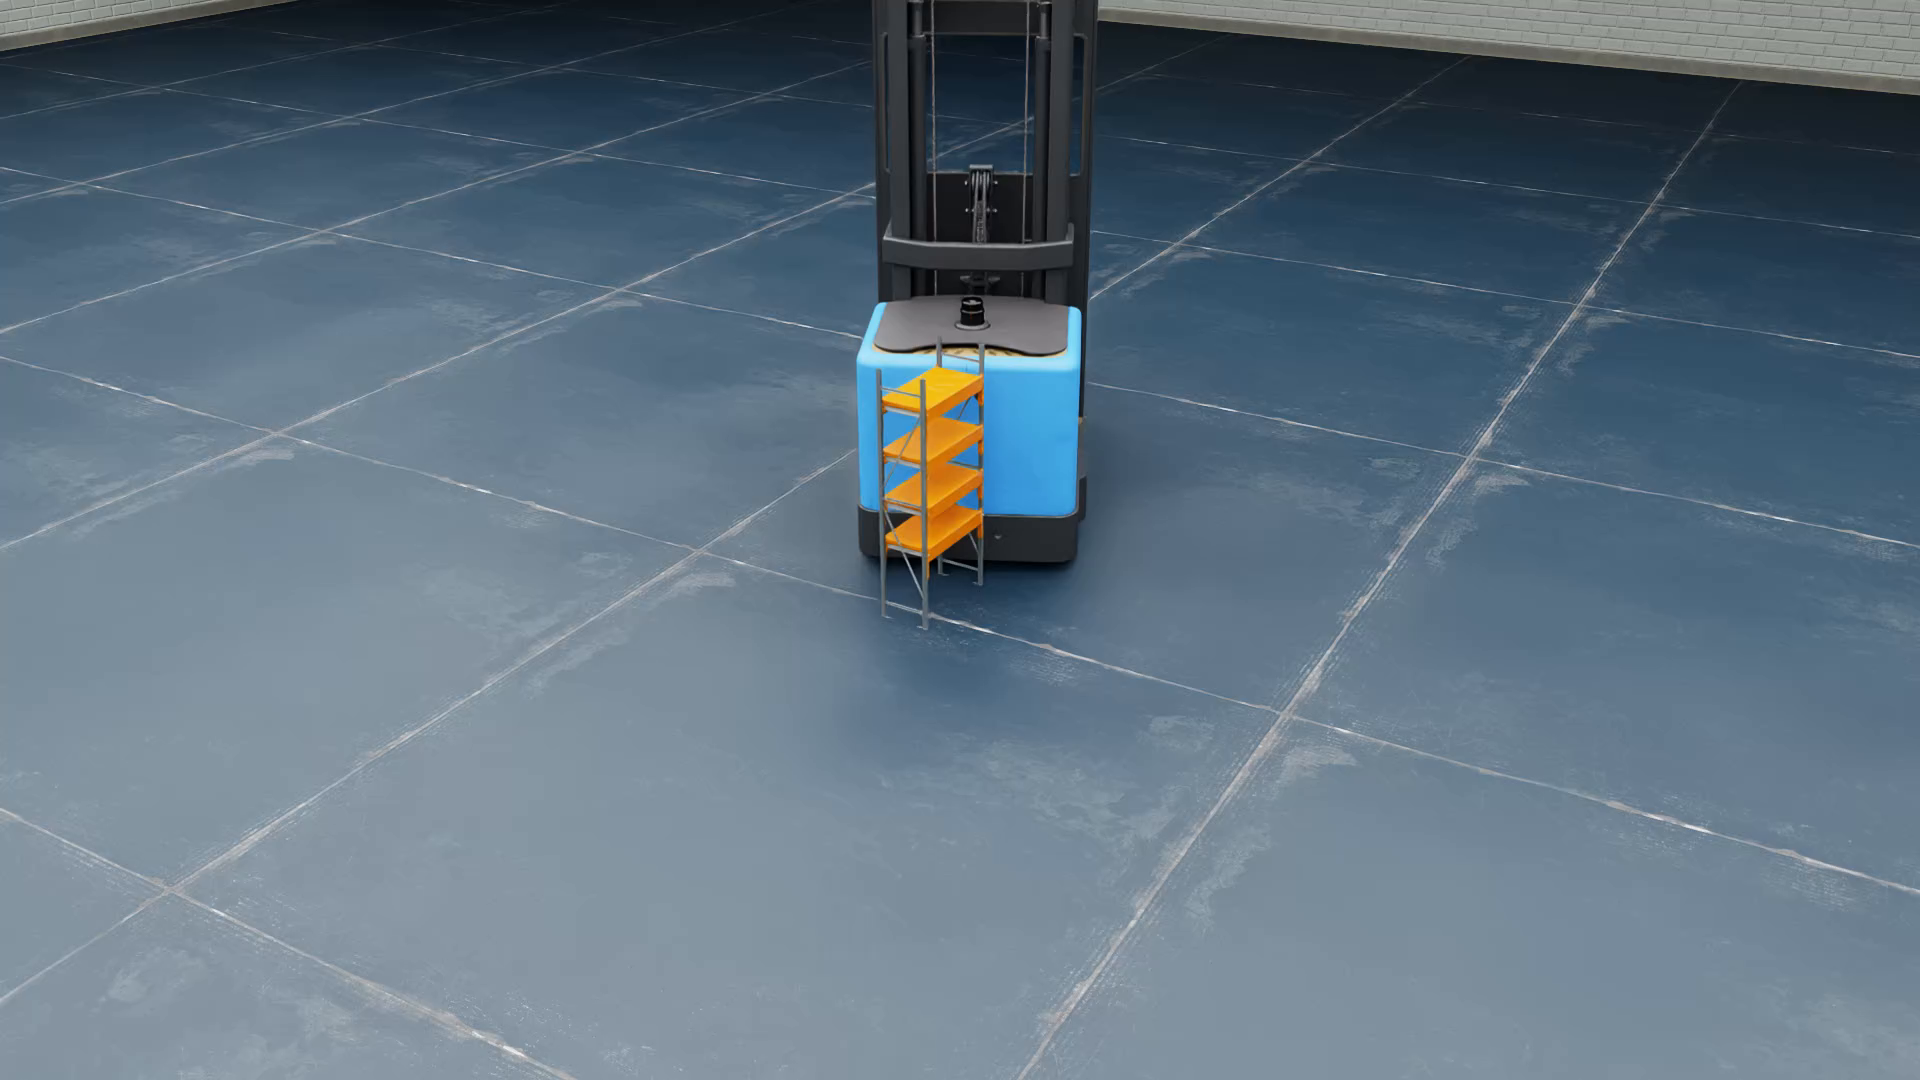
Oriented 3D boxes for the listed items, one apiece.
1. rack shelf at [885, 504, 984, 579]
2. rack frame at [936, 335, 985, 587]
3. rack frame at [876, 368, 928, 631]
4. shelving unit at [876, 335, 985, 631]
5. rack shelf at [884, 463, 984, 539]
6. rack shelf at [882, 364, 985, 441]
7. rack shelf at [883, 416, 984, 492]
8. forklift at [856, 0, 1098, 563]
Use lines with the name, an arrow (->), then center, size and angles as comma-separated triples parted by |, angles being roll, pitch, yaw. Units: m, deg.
rack shelf -> -0.124, -0.015, 7.533 | 0.258, 0.148, 0.480 | 15, 30, 27
rack frame -> 0.001, -0.346, 7.601 | 0.240, 1.200, 0.015 | 15, 30, 27
rack frame -> -0.249, -0.159, 7.227 | 0.240, 1.200, 0.015 | 15, 30, 27
shelving unit -> -0.124, -0.253, 7.414 | 0.258, 1.200, 0.503 | 15, 30, 27
rack shelf -> -0.124, -0.192, 7.444 | 0.258, 0.148, 0.480 | 15, 30, 27
rack shelf -> -0.124, -0.604, 7.238 | 0.258, 0.148, 0.480 | 15, 30, 27
rack shelf -> -0.124, -0.392, 7.344 | 0.258, 0.148, 0.480 | 15, 30, 27
forklift -> 0.138, -1.828, 8.628 | 1.130, 2.935, 3.031 | 2, 27, 4
